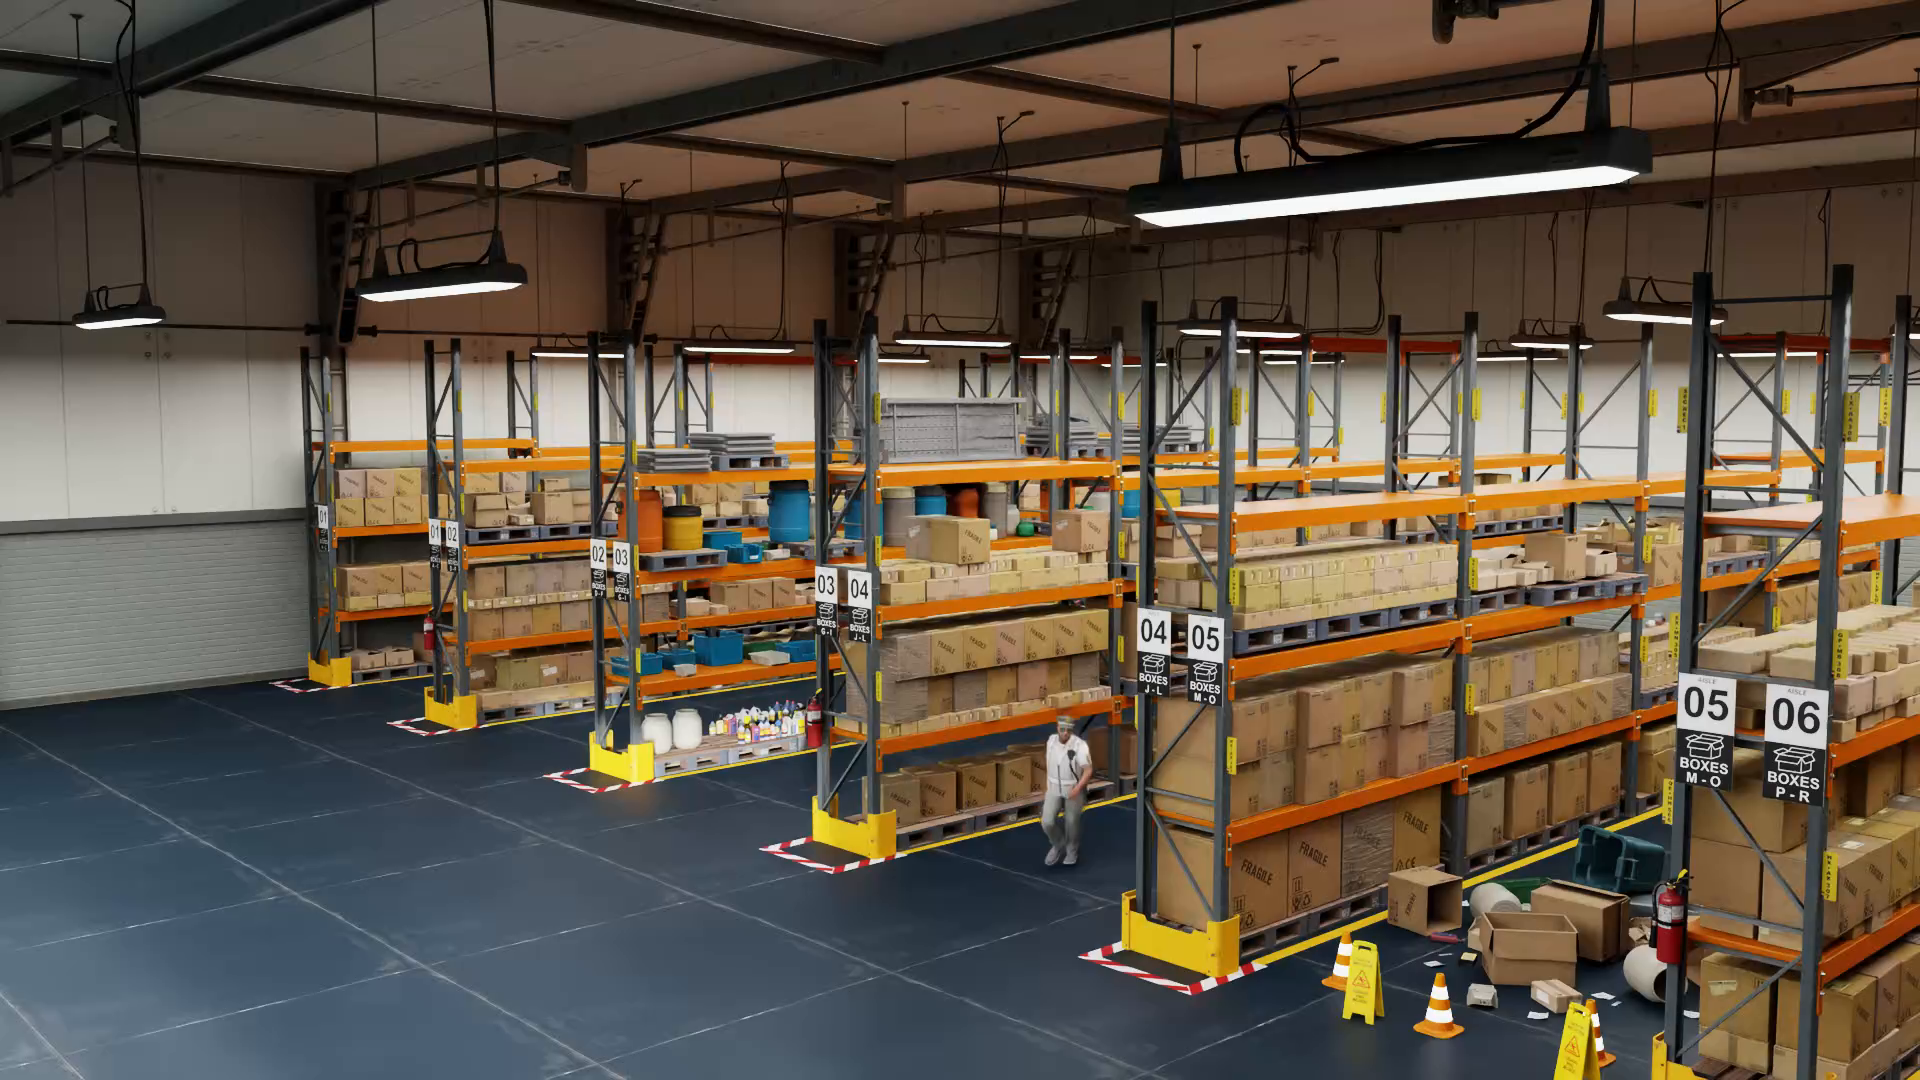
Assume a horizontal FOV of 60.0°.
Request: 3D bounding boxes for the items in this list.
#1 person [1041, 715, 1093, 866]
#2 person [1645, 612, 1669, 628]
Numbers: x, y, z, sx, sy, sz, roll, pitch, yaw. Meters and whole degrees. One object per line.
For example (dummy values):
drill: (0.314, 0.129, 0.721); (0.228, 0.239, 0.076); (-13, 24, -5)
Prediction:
person: (1.148, 2.720, 17.992); (0.629, 1.706, 0.837); (2, 5, 20)
person: (11.773, 1.971, 27.826); (0.644, 1.620, 1.010); (4, 7, 40)
